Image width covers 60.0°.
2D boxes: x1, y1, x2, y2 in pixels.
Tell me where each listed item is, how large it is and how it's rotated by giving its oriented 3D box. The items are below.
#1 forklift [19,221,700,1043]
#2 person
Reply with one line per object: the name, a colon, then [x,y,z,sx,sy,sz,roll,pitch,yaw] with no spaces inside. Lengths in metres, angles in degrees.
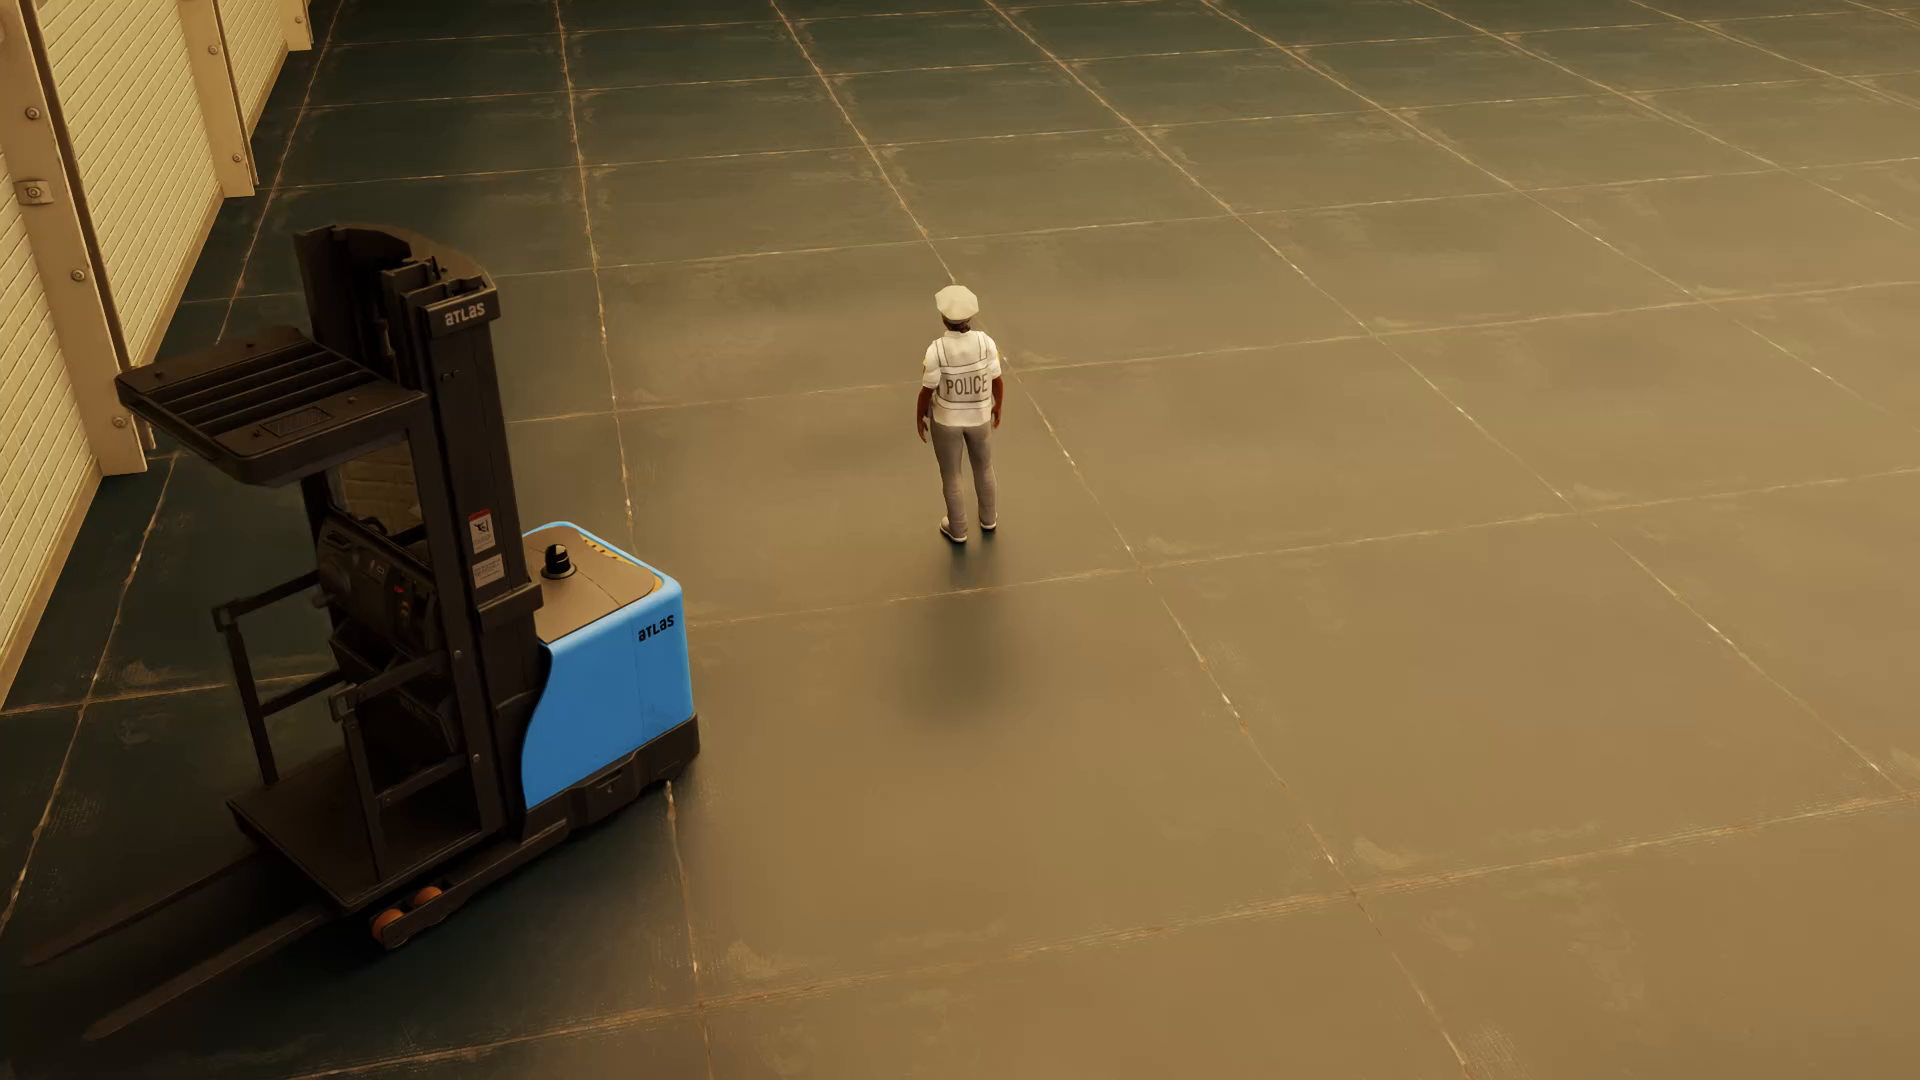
forklift: [-2.692,0.249,7.144,1.130,2.935,3.031,25,38,36]
person: [0.002,-0.778,10.139,0.570,1.695,0.530,-7,31,-12]
